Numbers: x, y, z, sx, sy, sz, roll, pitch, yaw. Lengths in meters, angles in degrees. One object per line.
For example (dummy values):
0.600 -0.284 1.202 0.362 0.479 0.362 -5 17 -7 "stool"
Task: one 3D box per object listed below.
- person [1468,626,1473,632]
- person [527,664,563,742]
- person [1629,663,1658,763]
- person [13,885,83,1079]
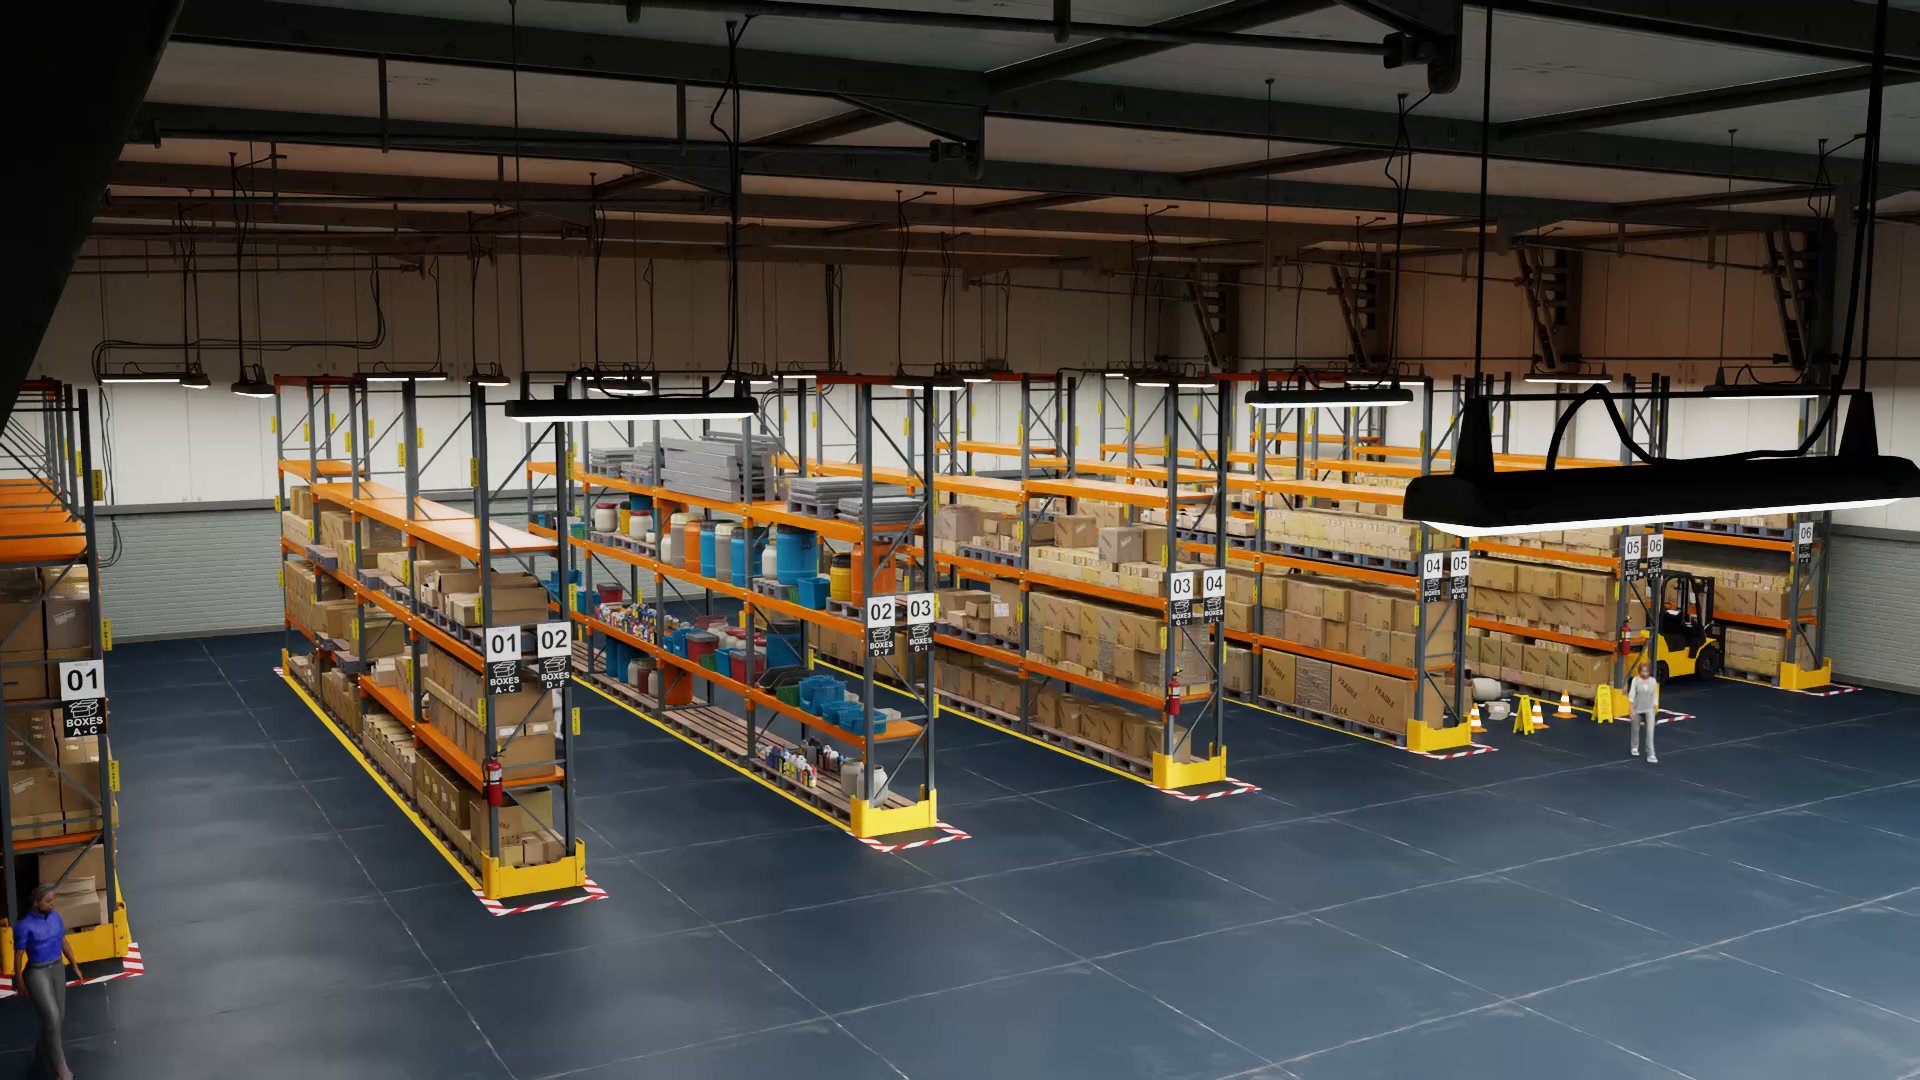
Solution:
11.607 1.384 37.212 0.509 1.806 0.543 -6 9 -44 "person"
-6.723 2.485 27.058 0.615 1.768 0.555 -2 6 -15 "person"
10.730 2.694 26.110 0.442 1.540 0.979 2 7 18 "person"
-8.068 3.913 14.799 0.634 1.692 0.462 2 7 18 "person"
